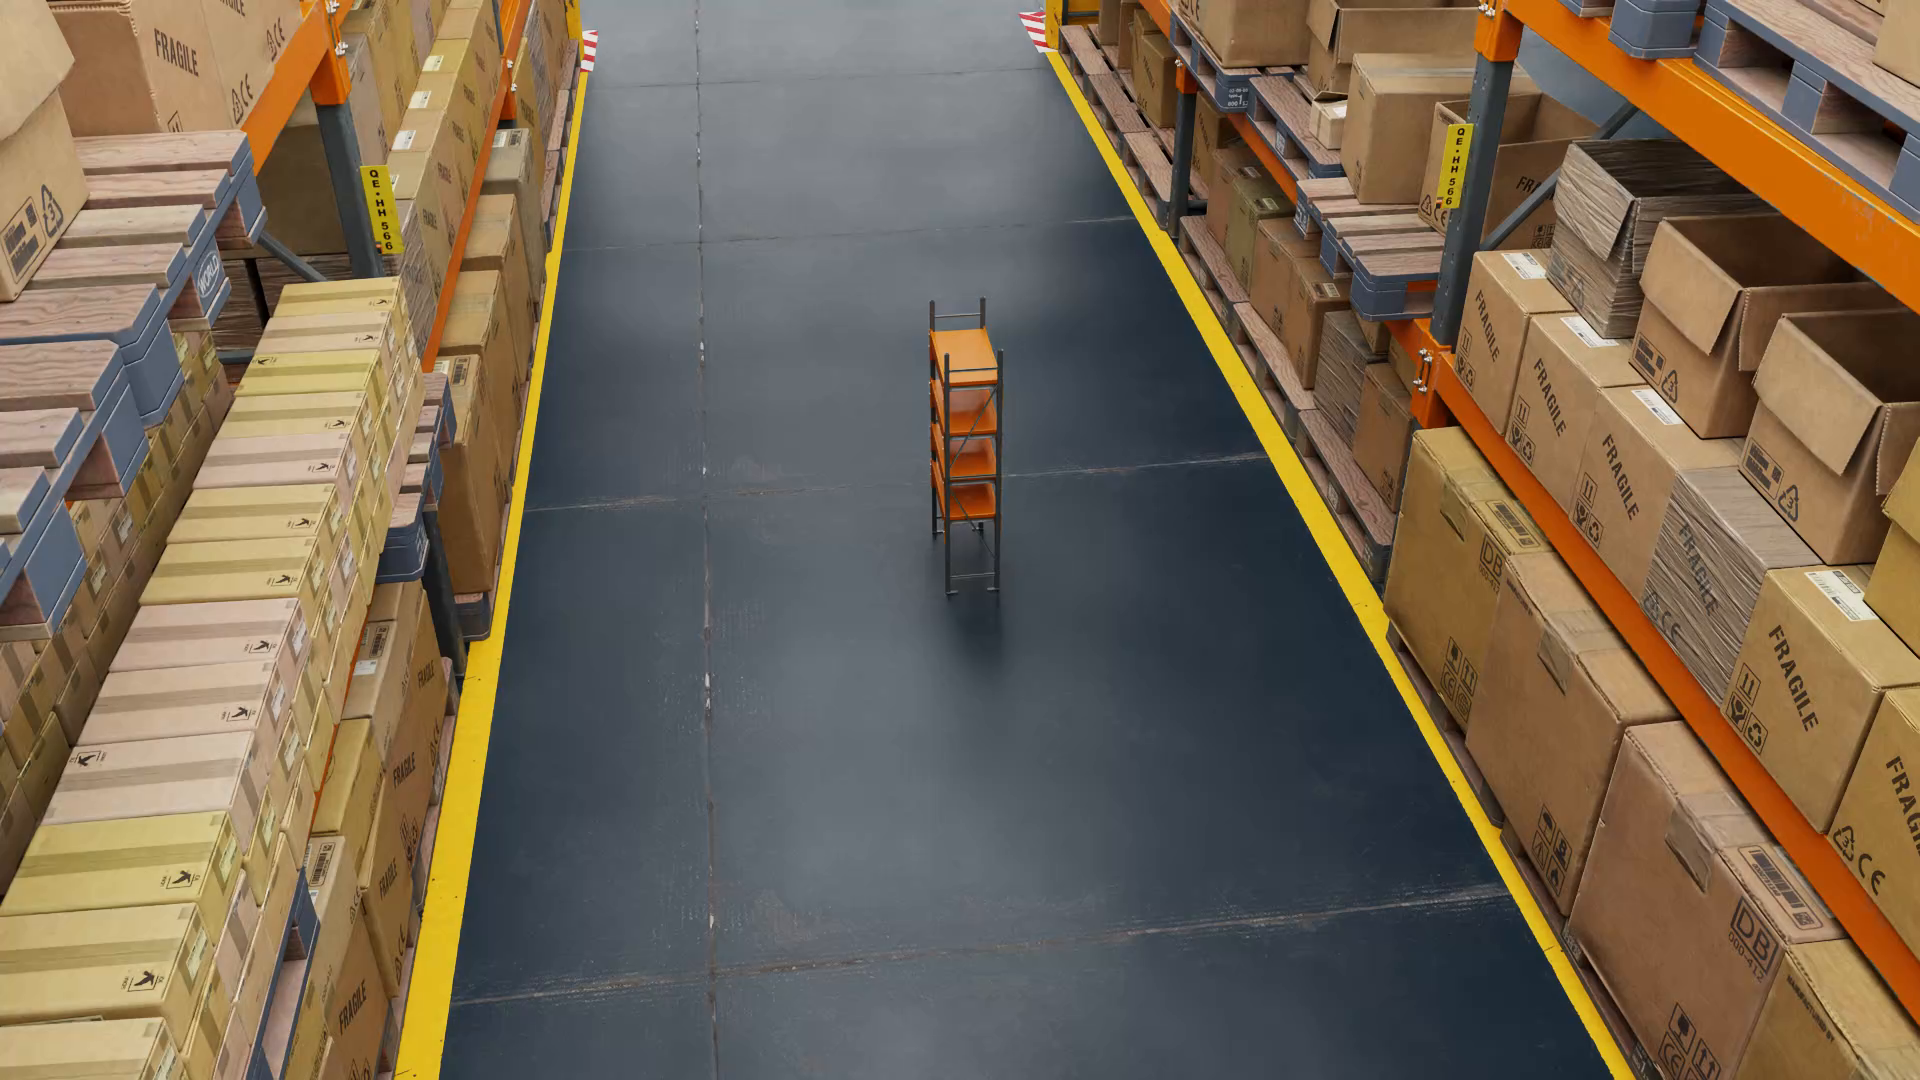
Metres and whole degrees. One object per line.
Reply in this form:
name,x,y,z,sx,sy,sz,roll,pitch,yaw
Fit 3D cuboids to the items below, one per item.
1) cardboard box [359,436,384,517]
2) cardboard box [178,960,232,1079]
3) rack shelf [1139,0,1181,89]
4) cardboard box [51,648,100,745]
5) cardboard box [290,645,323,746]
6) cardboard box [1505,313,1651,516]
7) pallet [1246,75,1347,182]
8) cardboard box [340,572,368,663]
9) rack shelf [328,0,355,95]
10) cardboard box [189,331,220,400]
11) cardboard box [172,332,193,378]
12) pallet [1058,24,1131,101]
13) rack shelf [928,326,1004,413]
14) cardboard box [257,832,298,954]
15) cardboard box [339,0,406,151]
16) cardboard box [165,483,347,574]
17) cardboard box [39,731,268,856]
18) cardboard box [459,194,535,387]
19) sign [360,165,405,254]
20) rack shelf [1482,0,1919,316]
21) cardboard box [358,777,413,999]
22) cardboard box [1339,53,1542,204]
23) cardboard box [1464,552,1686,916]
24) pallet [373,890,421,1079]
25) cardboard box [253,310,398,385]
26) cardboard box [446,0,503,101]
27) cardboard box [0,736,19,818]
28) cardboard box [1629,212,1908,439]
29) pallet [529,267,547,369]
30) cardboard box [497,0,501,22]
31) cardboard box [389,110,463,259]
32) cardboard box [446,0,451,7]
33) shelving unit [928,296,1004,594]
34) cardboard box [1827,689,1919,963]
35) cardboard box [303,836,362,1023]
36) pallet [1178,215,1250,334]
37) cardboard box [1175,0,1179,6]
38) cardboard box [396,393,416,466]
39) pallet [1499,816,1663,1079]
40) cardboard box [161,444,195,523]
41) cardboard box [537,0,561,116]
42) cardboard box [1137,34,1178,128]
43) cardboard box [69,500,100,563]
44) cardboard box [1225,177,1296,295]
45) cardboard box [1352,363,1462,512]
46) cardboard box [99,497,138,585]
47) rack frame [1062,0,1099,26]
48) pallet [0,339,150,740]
cardboard box,-1.934,-0.178,4.934,0.380,0.149,0.250,-4,35,-6
cardboard box,-1.657,0.979,3.237,0.380,0.149,0.250,-5,35,-7
rack shelf,1.561,-4.032,11.642,1.077,0.370,4.000,-4,35,-6
cardboard box,-2.487,0.418,4.322,0.380,0.149,0.250,-5,35,-8
cardboard box,-1.801,0.391,4.098,0.380,0.149,0.250,-5,35,-7
cardboard box,2.235,-0.443,5.648,0.500,0.500,0.500,-5,35,-8
pallet,2.061,-2.003,8.196,1.003,0.211,1.213,-4,35,-6
cardboard box,-1.872,0.225,4.606,0.380,0.149,0.250,-3,34,-5
rack shelf,-2.830,-2.720,7.053,1.077,0.370,4.000,-4,35,-6
cardboard box,-2.695,-0.570,5.508,0.380,0.149,0.250,-3,34,-4
cardboard box,-2.652,-0.555,5.223,0.380,0.149,0.250,-5,35,-8
pallet,1.376,-3.795,13.131,1.003,0.211,1.213,-4,35,-6
rack shelf,0.022,-0.728,7.055,0.258,0.148,0.480,-4,35,-6
cardboard box,-1.725,0.812,3.745,0.380,0.149,0.250,-4,34,-6
cardboard box,-2.752,-1.936,6.950,0.700,0.500,0.500,-5,35,-7
cardboard box,-1.869,-0.017,4.433,0.380,0.149,0.250,-3,34,-4
cardboard box,-1.727,0.562,3.583,0.380,0.149,0.250,-5,35,-7
cardboard box,-2.800,-1.260,8.560,1.050,0.750,0.750,-4,35,-6
sign,-2.024,-1.154,5.822,0.100,0.325,0.005,-4,35,-6
rack shelf,2.637,-0.807,4.246,1.077,0.370,4.000,-4,35,-6
cardboard box,-2.060,1.129,5.277,0.500,0.500,0.500,-6,35,-9
cardboard box,2.081,-1.798,7.263,0.700,0.500,0.500,0,34,1
cardboard box,2.552,0.608,5.708,1.225,0.875,0.875,-4,35,-6
pallet,-2.296,1.606,5.206,1.003,0.211,1.213,-4,35,-6
cardboard box,-2.009,-0.598,5.286,0.380,0.149,0.250,-5,35,-7
cardboard box,-2.764,-2.664,8.907,0.500,0.500,0.500,-5,35,-7
cardboard box,-2.414,0.587,3.810,0.380,0.149,0.250,-6,35,-9
cardboard box,2.535,-0.664,5.081,0.797,0.503,0.637,-4,34,-5
pallet,-2.920,-1.317,9.495,1.003,0.211,1.213,-4,35,-6
cardboard box,-3.160,-3.161,9.591,0.875,0.550,0.550,-4,35,-6
cardboard box,-2.492,-1.539,7.256,0.500,0.500,0.500,-4,35,-6
cardboard box,-3.026,-3.072,8.617,0.700,0.500,0.500,-5,35,-7
shelving unit,0.022,-0.403,7.277,0.258,1.200,0.503,-4,35,-6
cardboard box,2.513,0.693,3.981,0.500,0.500,0.500,-3,34,-5
cardboard box,-1.999,1.106,4.645,0.500,0.250,0.500,-3,34,-5
pallet,1.936,-1.627,9.949,1.003,0.211,1.213,-4,35,-6
cardboard box,1.510,-3.207,10.016,0.380,0.149,0.250,-4,35,-6
cardboard box,-2.007,-0.352,5.454,0.380,0.149,0.250,-4,35,-7
pallet,2.560,1.296,5.661,1.003,0.211,1.213,-4,35,-6
cardboard box,-2.628,-0.166,5.181,0.380,0.149,0.250,-3,34,-4
cardboard box,-3.360,-3.557,11.820,0.875,0.875,0.875,-5,35,-7
cardboard box,1.570,-3.240,11.687,0.500,0.500,0.500,-7,35,-11
cardboard box,-2.512,0.029,4.366,0.380,0.149,0.250,-3,34,-5
cardboard box,1.937,-1.750,9.484,0.700,0.500,0.500,-5,35,-7
cardboard box,2.258,-0.502,7.652,0.700,0.500,0.500,-6,35,-9
cardboard box,-2.550,0.010,4.657,0.380,0.149,0.250,-4,35,-6
rack frame,1.292,-5.445,13.077,1.000,3.000,0.127,-4,35,-6
pallet,-2.000,0.056,2.508,1.213,0.211,1.003,-4,35,-6
